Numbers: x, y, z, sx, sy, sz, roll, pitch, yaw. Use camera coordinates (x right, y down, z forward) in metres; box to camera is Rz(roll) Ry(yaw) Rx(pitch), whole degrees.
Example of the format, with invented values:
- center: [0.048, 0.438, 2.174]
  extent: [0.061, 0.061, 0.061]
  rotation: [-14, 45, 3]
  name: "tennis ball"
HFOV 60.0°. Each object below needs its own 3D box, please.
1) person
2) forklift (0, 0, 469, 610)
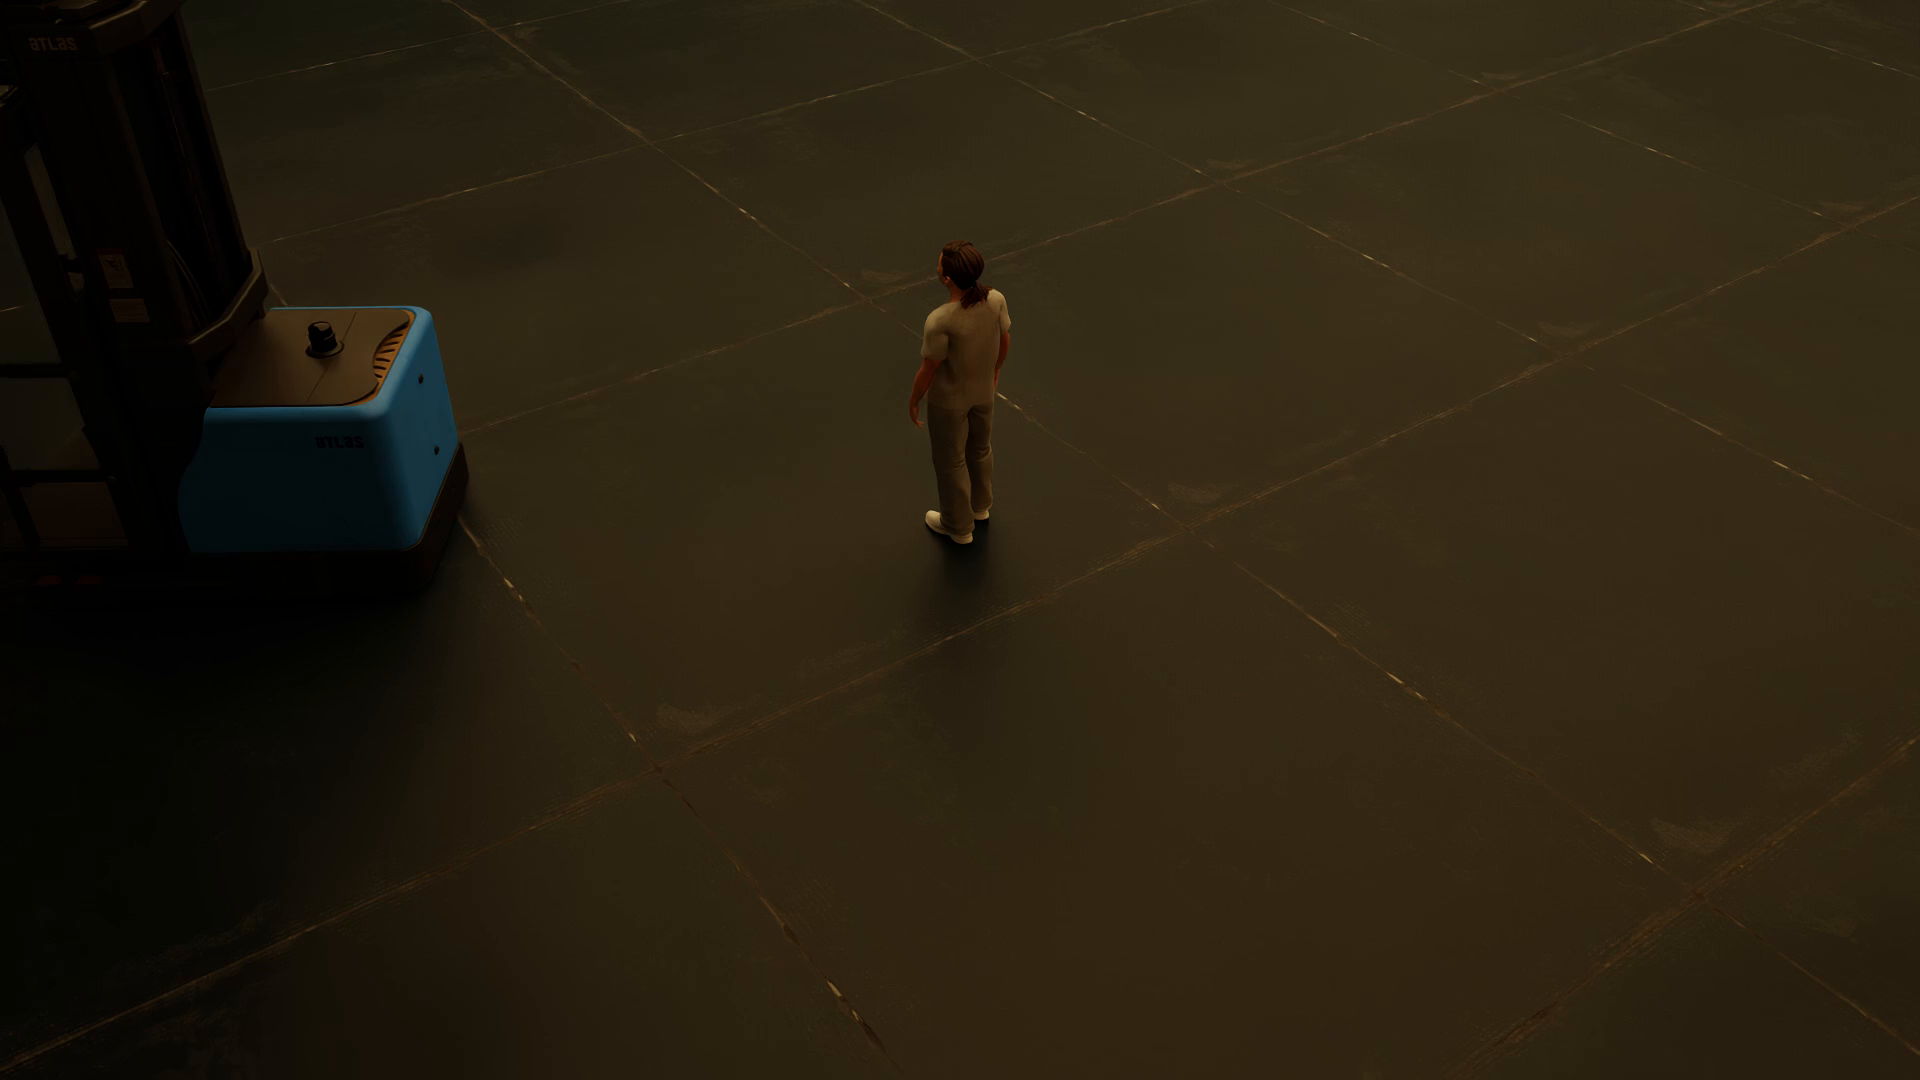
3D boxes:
- center: [-0.031, -0.720, 7.962]
  extent: [0.549, 1.675, 0.549]
  rotation: [-23, 42, -28]
  name: "person"
- center: [-4.077, -1.165, 7.520]
  extent: [3.031, 2.935, 1.130]
  rotation: [-1, 36, -1]
  name: "forklift"
